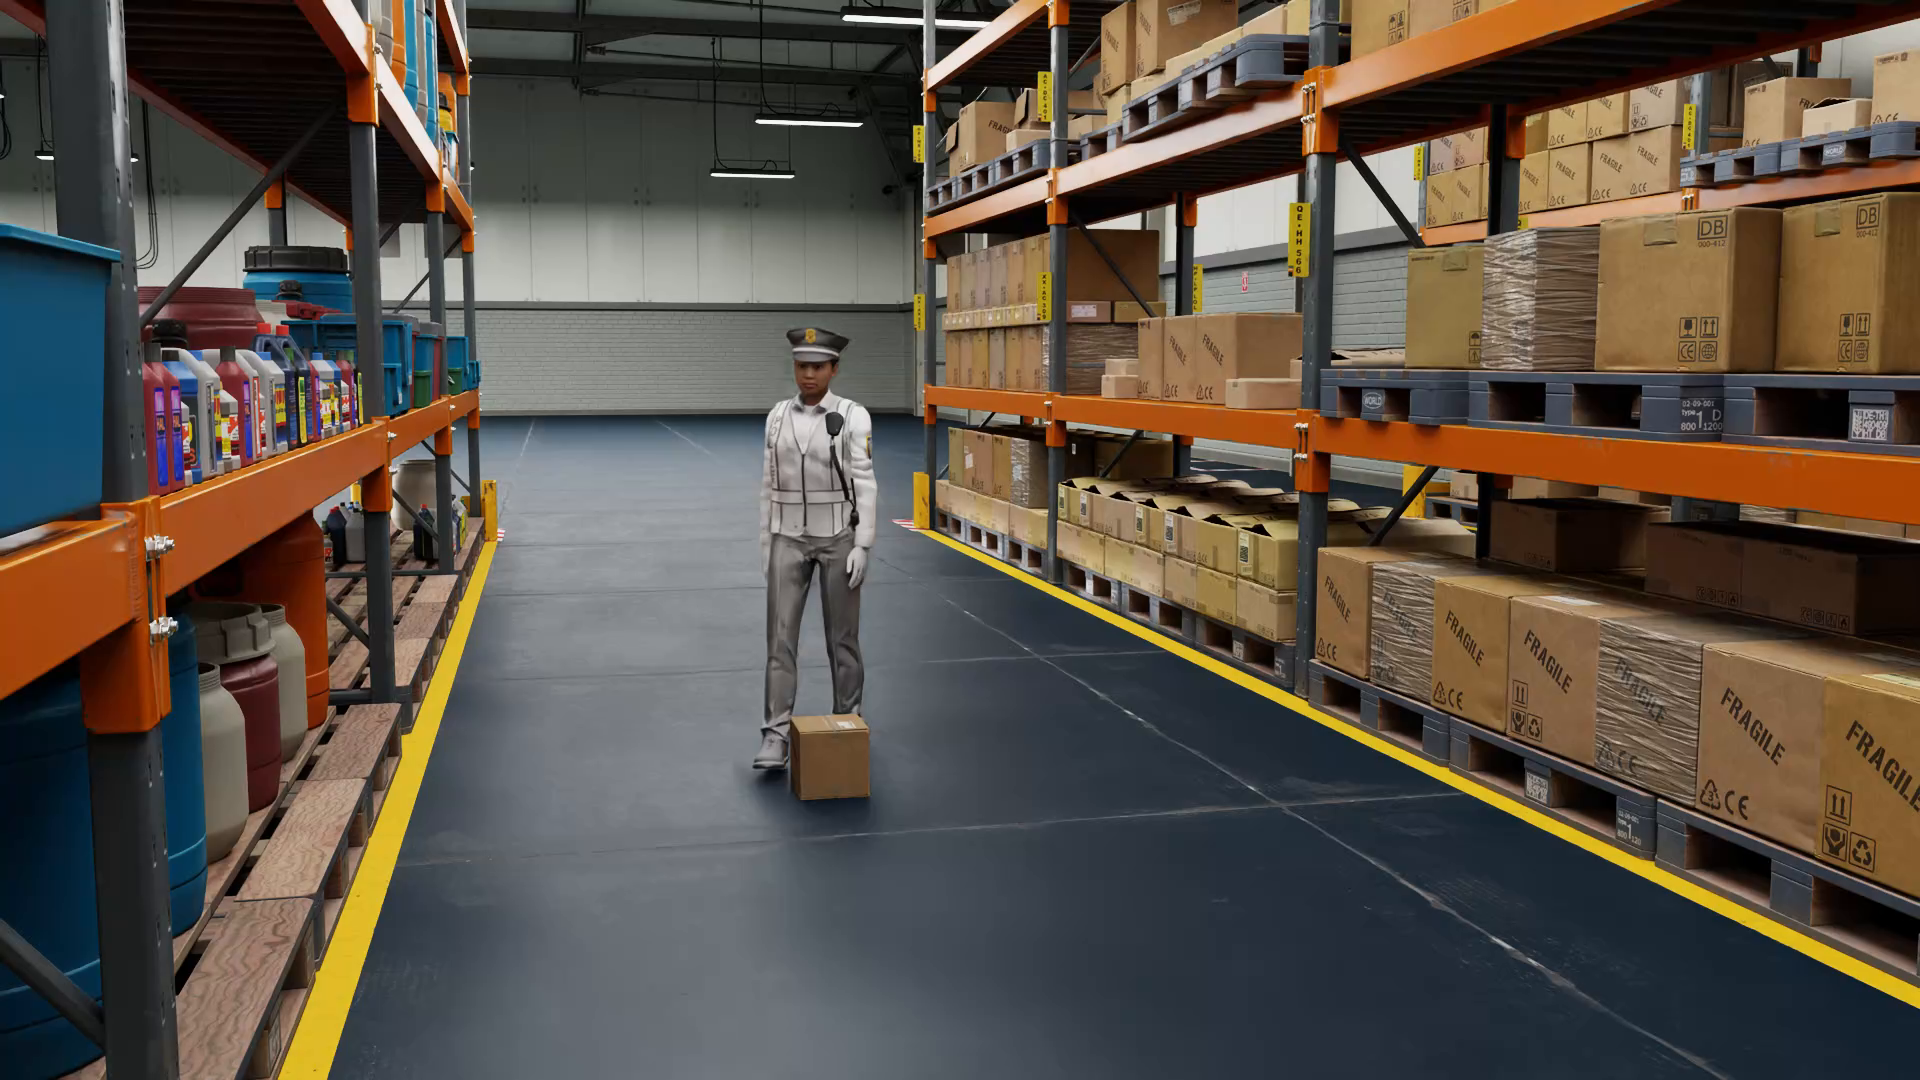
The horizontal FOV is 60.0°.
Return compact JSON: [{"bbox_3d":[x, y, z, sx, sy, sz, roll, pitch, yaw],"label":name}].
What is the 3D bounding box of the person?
[{"bbox_3d":[-0.578,0.027,6.320,0.476,1.667,0.627,1,6,12],"label":"person"}]
